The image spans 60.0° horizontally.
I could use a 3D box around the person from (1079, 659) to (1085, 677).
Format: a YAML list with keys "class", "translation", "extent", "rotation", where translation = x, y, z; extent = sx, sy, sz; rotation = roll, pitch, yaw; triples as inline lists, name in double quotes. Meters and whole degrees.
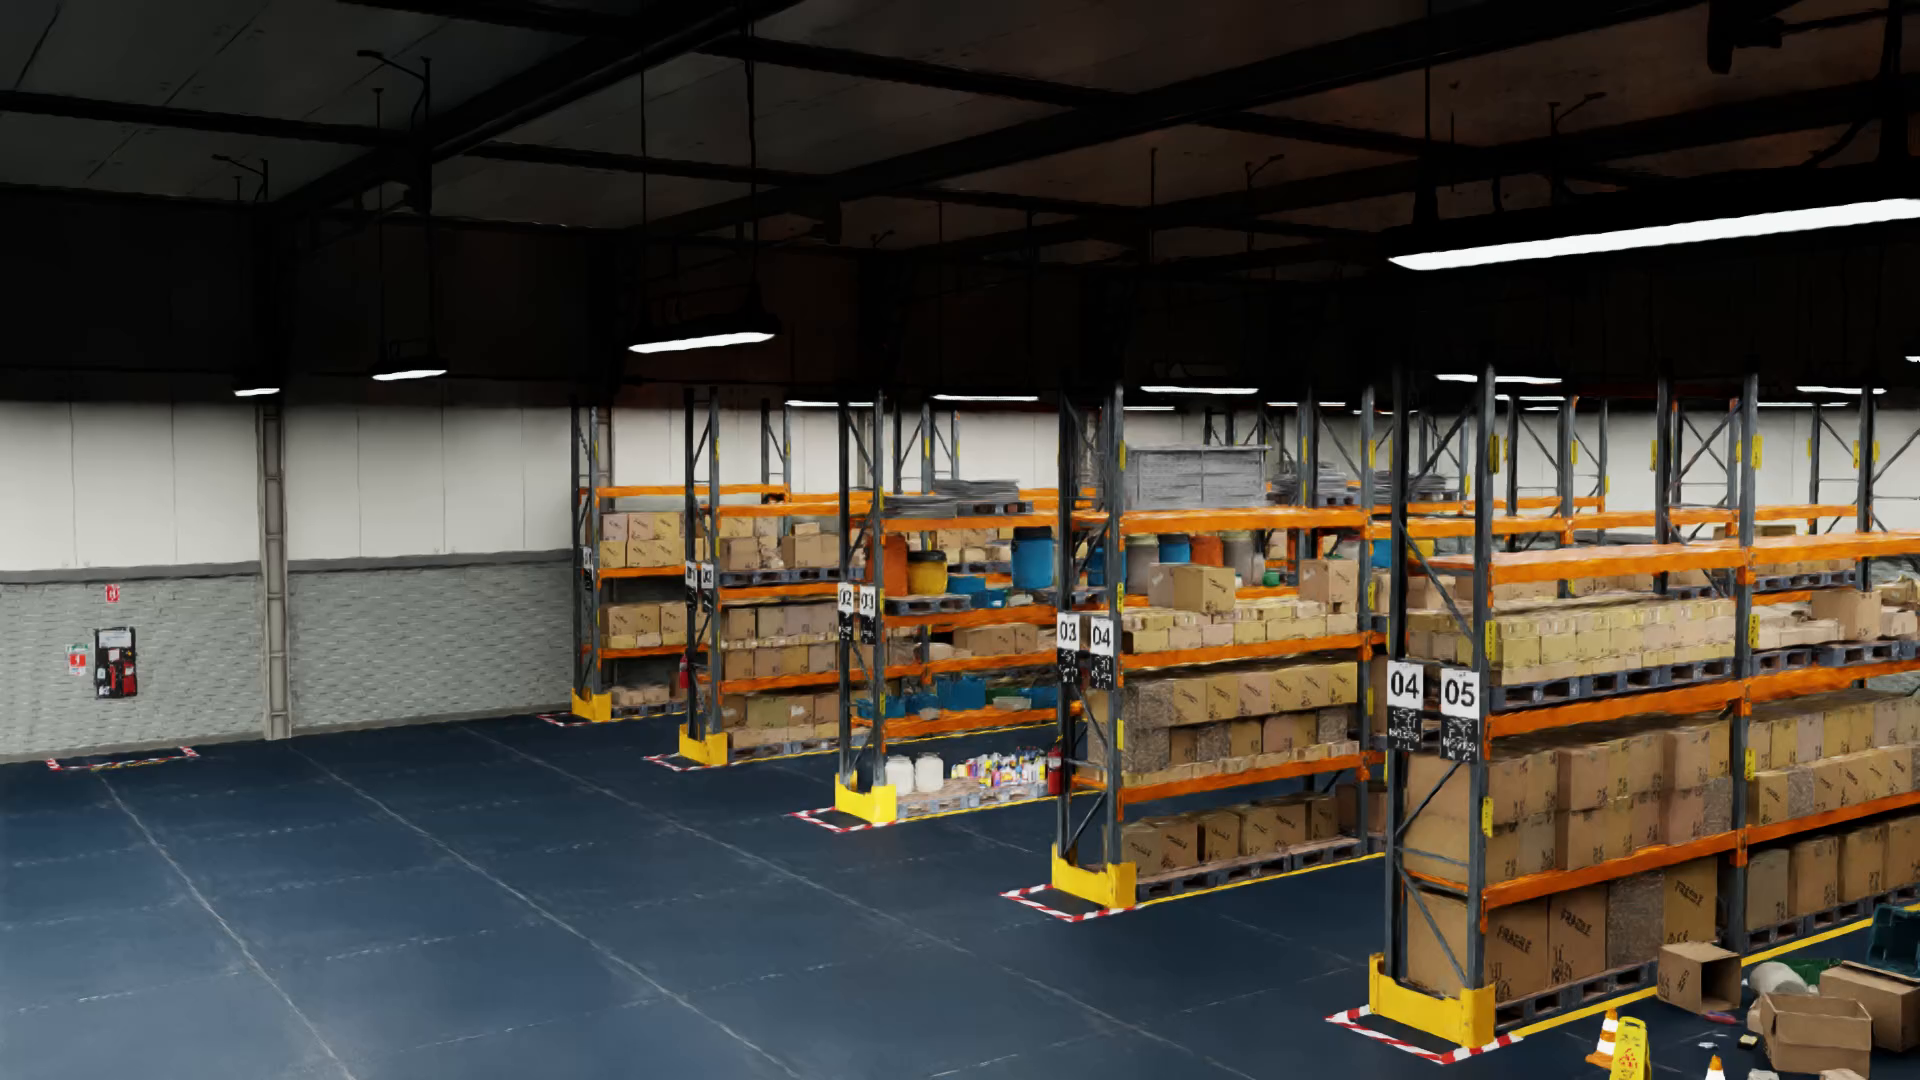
- class: "person"
  translation: [2.261, 2.273, 33.629]
  extent: [1.123, 1.709, 0.553]
  rotation: [-2, 4, -32]

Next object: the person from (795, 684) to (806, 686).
- class: "person"
  translation: [-2.987, 2.481, 30.702]
  extent: [1.088, 1.647, 0.564]
  rotation: [-3, 5, -44]
